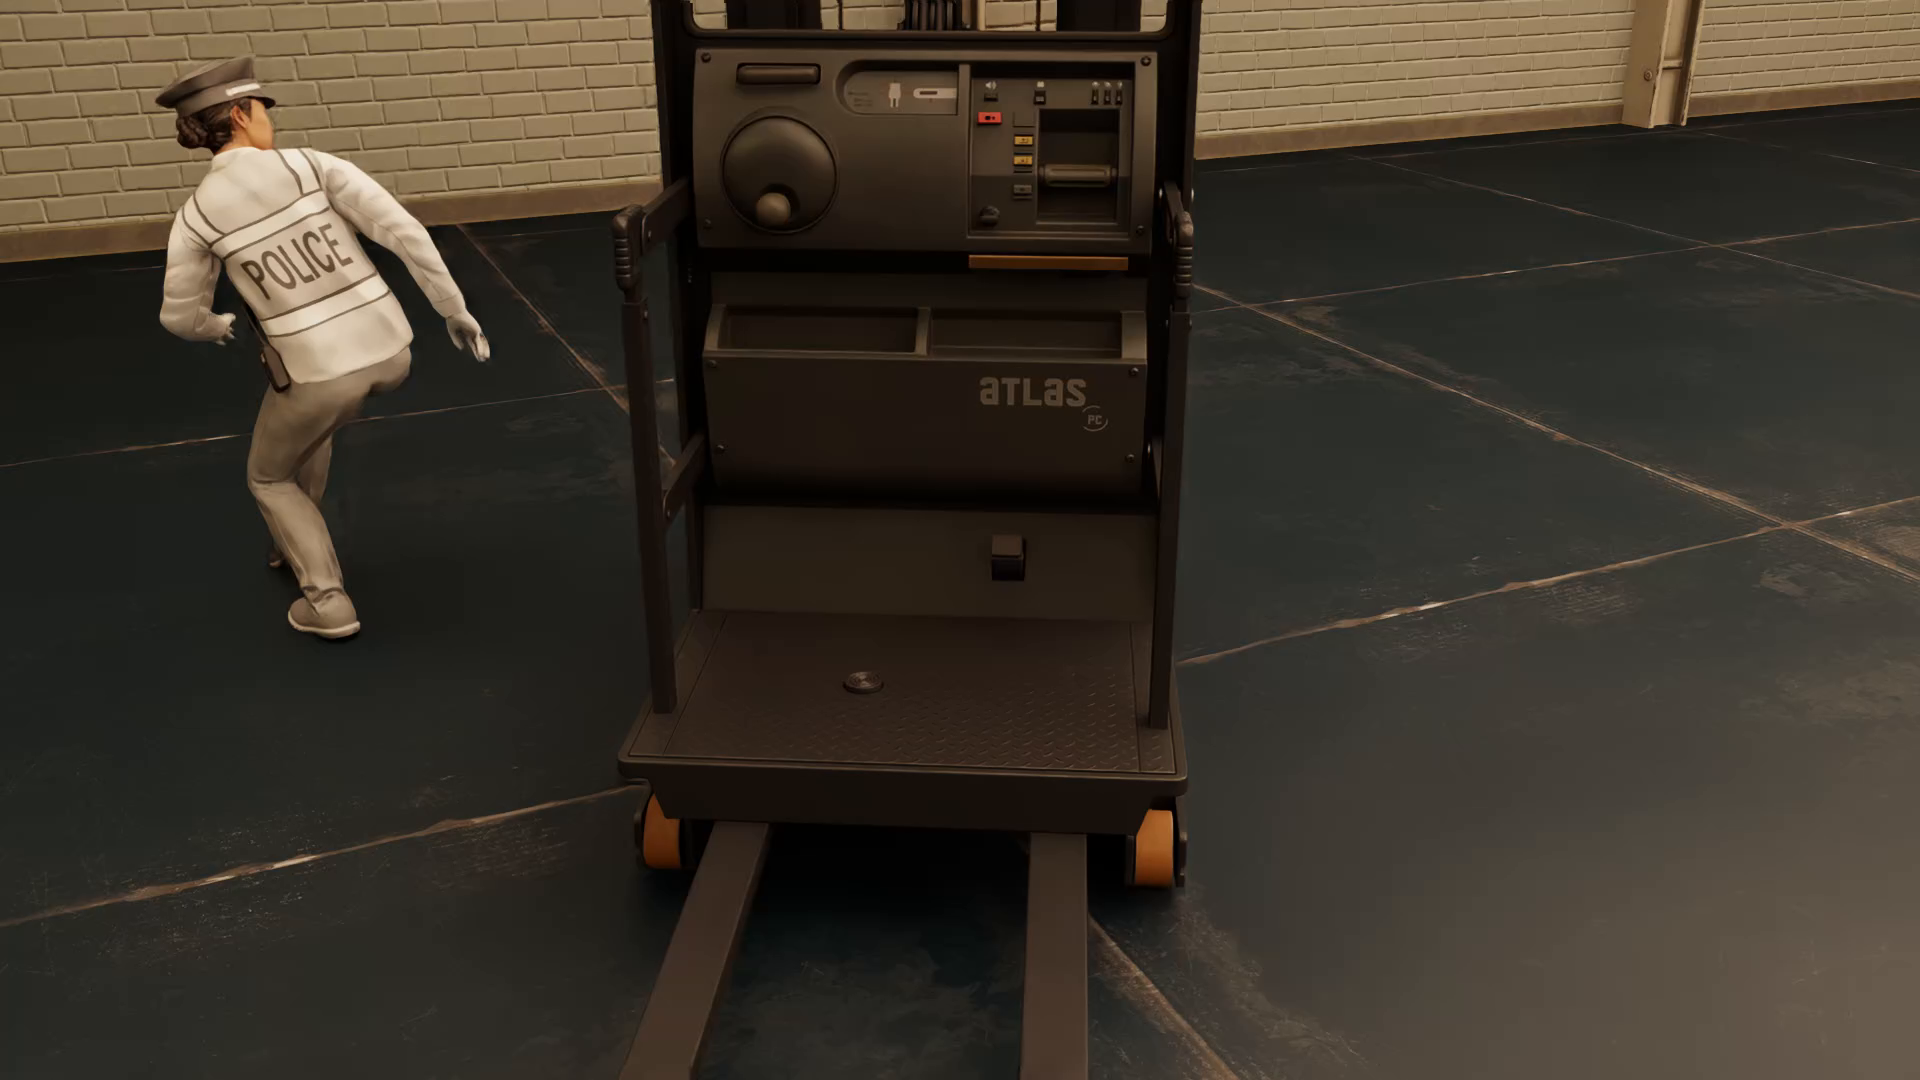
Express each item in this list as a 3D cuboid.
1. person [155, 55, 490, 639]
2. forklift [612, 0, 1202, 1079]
[{"bbox_3d":[-1.738,-0.532,4.467,0.700,1.502,0.729,-19,29,-38],"label":"person"},{"bbox_3d":[-0.085,-0.772,3.144,1.130,2.935,3.031,1,23,3],"label":"forklift"}]
